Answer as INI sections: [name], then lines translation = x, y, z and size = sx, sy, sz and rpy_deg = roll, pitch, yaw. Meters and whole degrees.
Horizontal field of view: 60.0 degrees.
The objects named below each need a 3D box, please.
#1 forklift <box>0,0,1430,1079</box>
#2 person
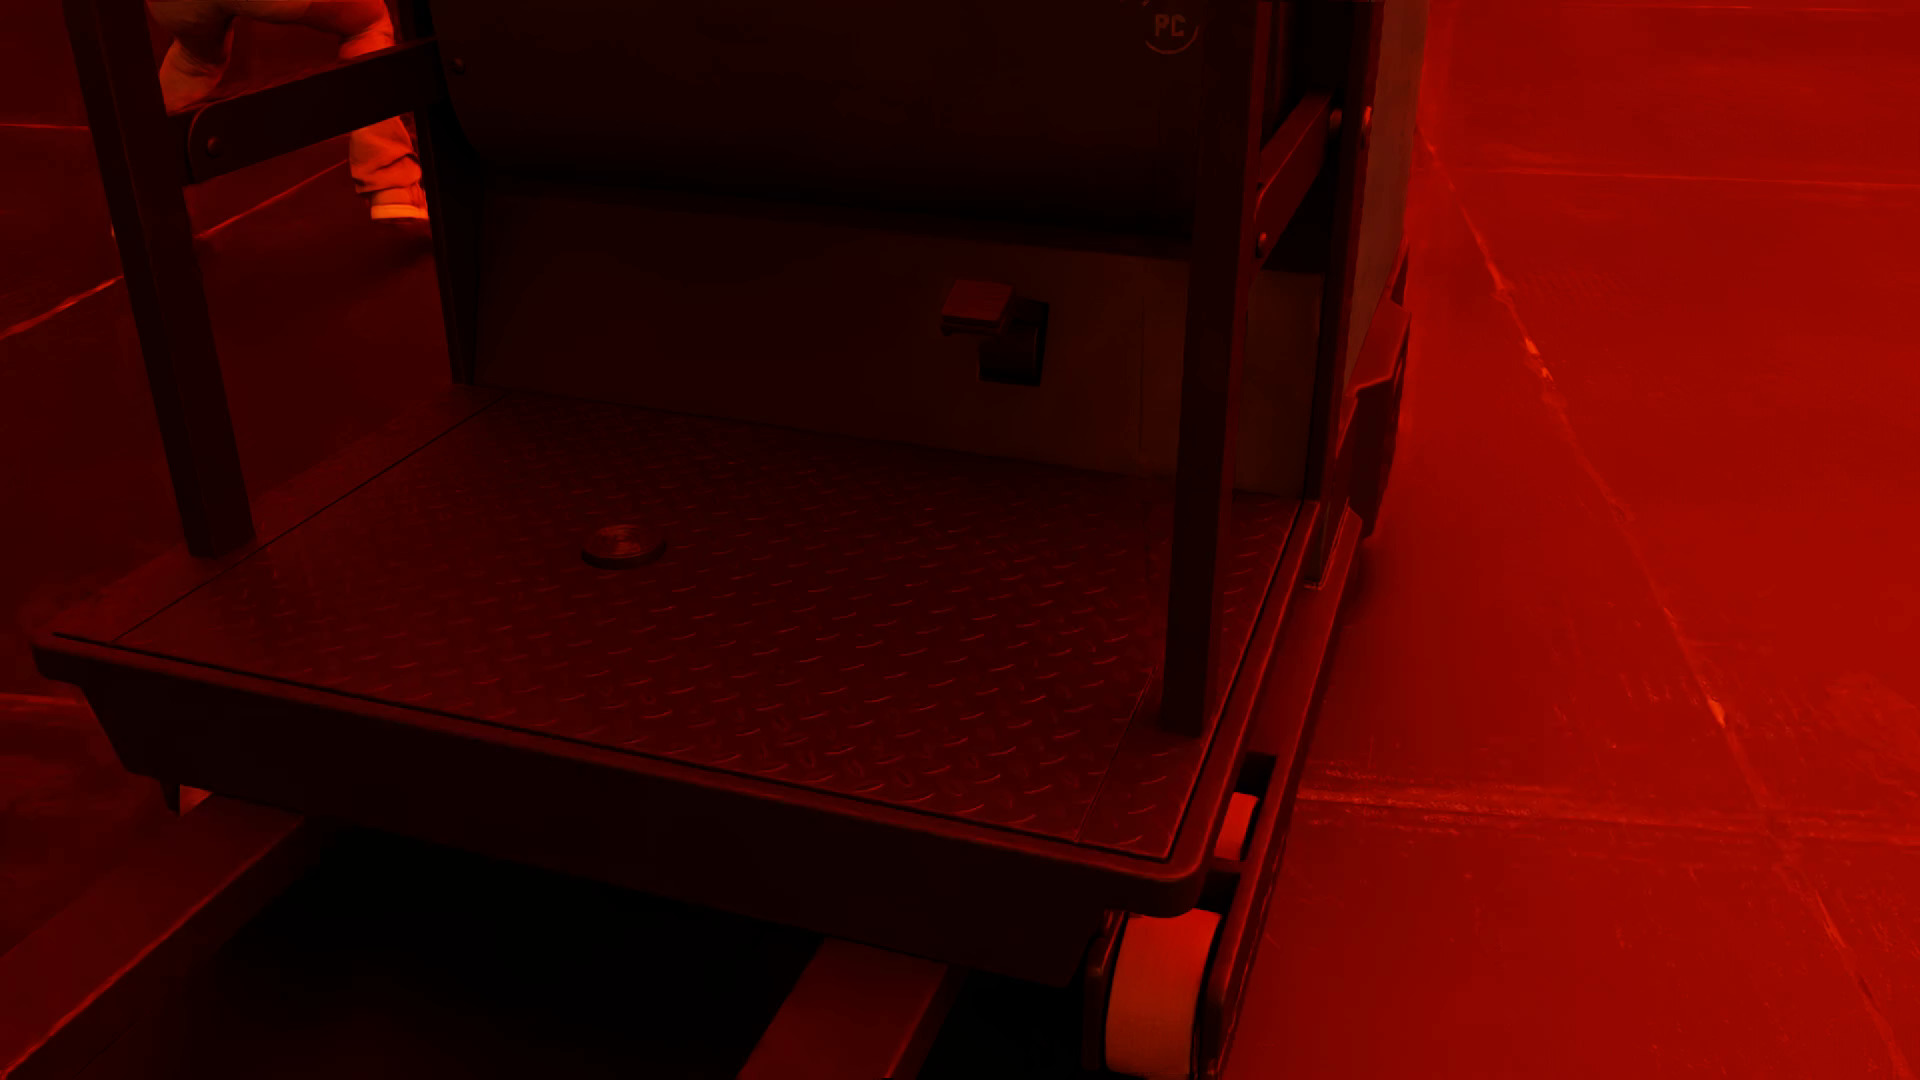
[forklift]
translation = -0.192, -1.023, 1.266
size = 1.130, 2.935, 3.031
rpy_deg = 9, 28, 17
[person]
translation = -1.556, -1.282, 3.609
size = 0.736, 1.370, 0.765
rpy_deg = 2, 27, 4
